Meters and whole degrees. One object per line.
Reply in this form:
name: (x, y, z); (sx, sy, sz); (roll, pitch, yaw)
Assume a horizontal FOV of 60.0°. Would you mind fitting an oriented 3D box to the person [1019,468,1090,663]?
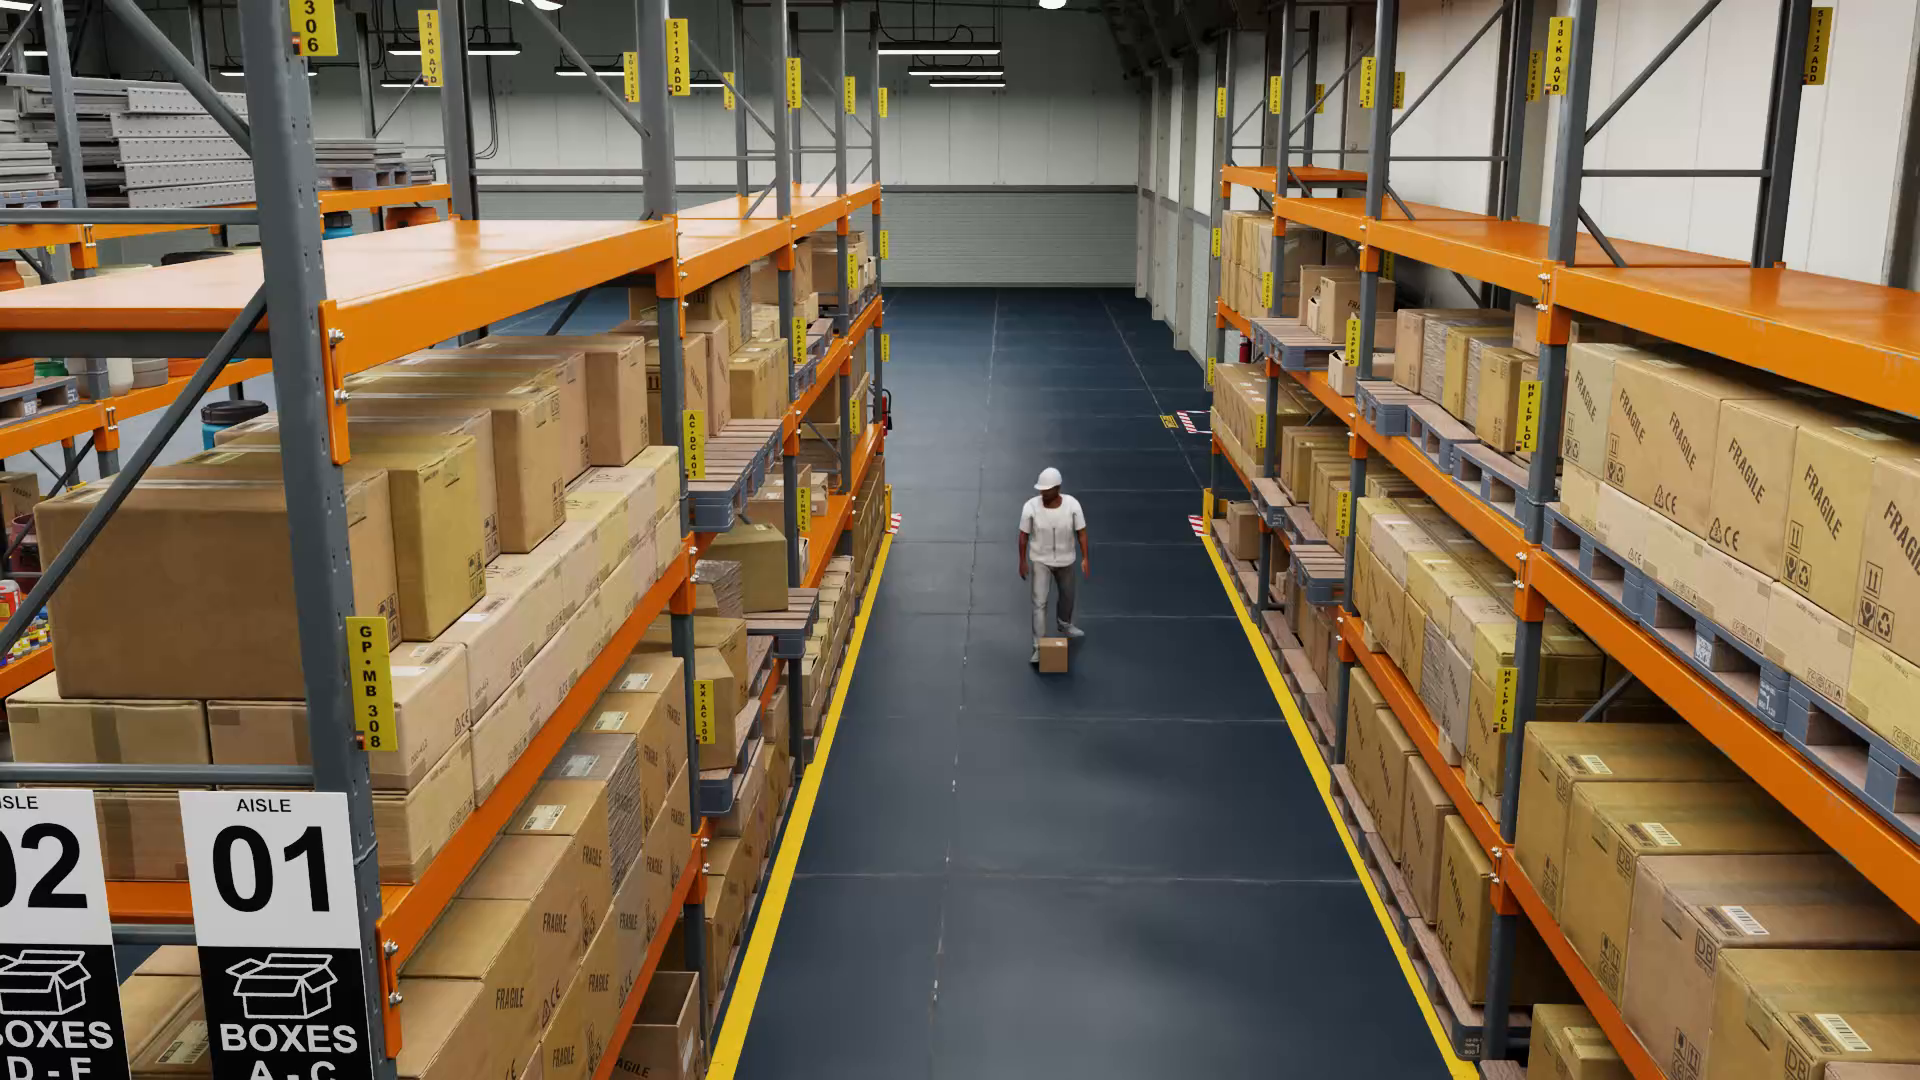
person: (0.876, 0.186, 15.208); (0.661, 1.745, 0.939); (-2, 14, -6)
